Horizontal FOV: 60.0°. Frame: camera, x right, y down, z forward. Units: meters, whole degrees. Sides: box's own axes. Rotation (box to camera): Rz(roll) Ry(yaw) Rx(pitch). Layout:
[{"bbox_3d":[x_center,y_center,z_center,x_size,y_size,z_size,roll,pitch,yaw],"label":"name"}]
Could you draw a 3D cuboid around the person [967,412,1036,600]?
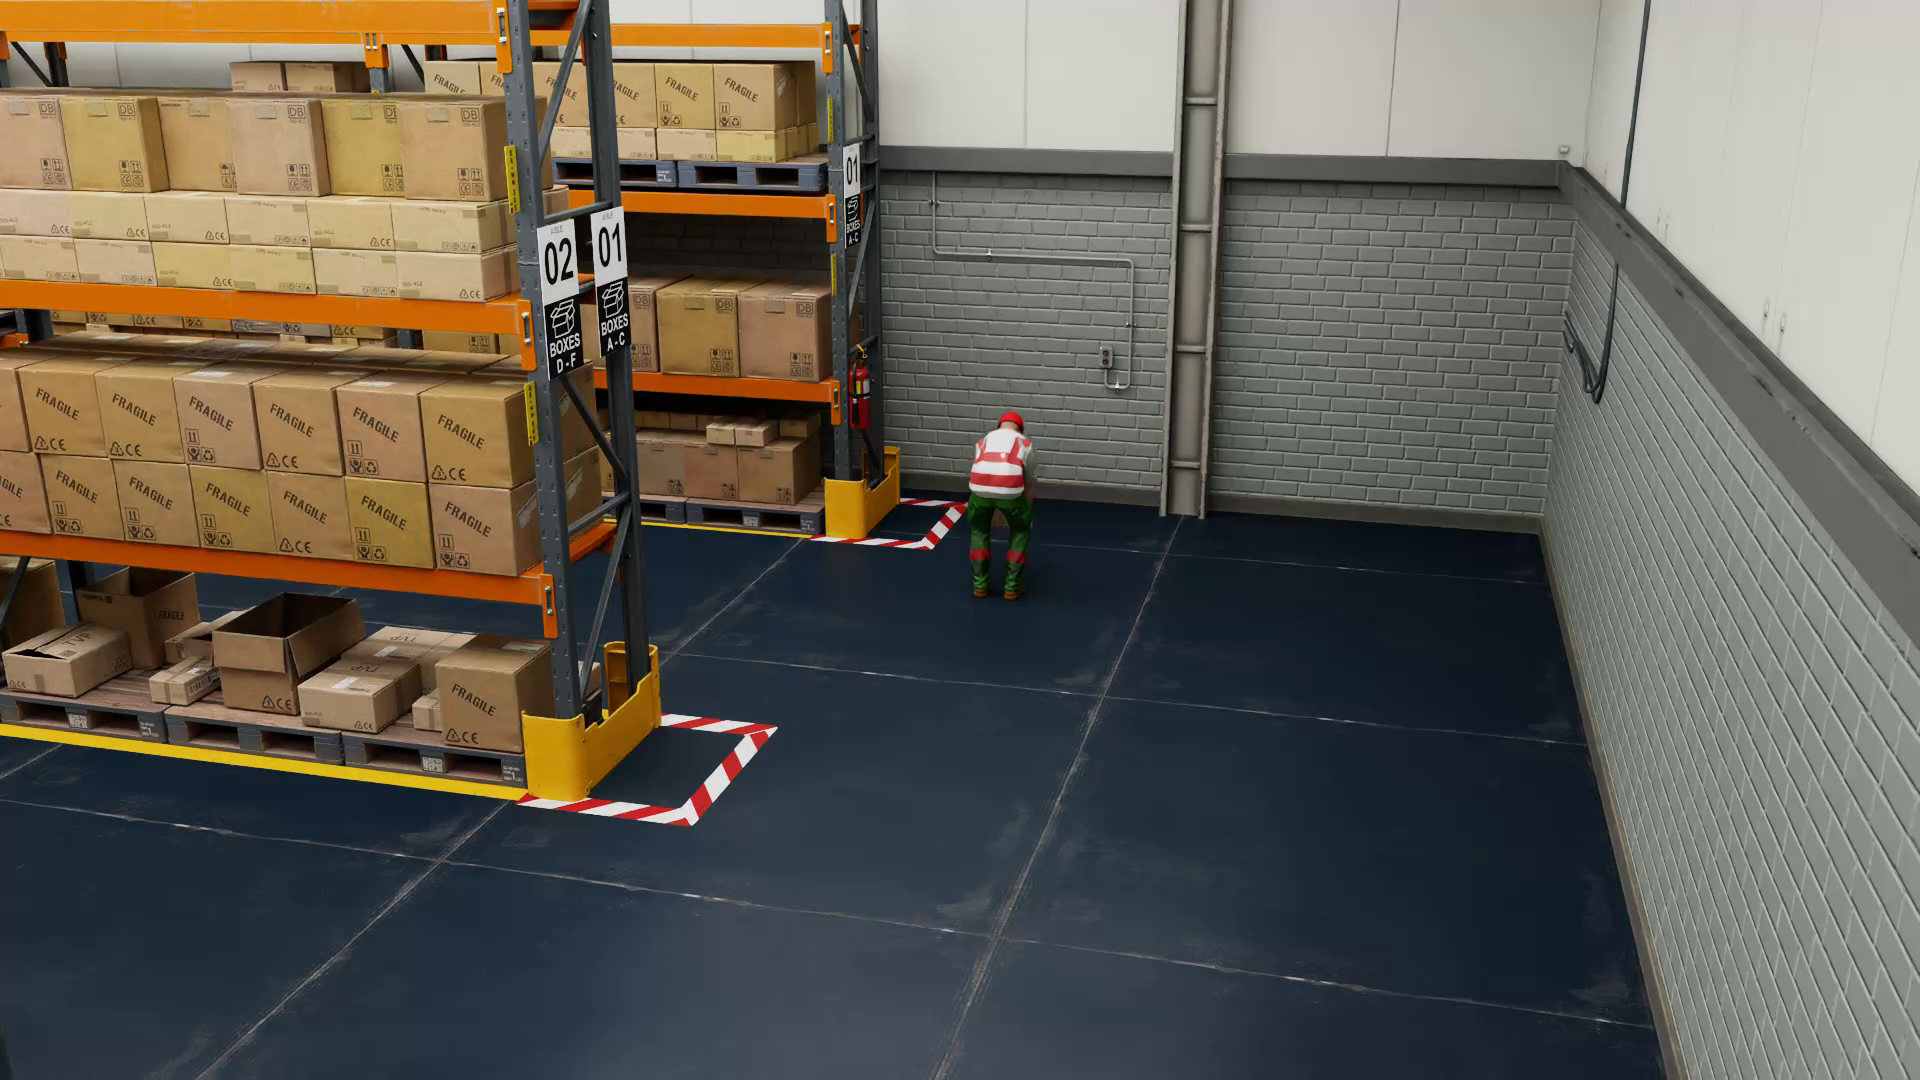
[{"bbox_3d":[0.331,-0.267,12.637,0.503,1.288,0.919,4,18,12],"label":"person"}]
